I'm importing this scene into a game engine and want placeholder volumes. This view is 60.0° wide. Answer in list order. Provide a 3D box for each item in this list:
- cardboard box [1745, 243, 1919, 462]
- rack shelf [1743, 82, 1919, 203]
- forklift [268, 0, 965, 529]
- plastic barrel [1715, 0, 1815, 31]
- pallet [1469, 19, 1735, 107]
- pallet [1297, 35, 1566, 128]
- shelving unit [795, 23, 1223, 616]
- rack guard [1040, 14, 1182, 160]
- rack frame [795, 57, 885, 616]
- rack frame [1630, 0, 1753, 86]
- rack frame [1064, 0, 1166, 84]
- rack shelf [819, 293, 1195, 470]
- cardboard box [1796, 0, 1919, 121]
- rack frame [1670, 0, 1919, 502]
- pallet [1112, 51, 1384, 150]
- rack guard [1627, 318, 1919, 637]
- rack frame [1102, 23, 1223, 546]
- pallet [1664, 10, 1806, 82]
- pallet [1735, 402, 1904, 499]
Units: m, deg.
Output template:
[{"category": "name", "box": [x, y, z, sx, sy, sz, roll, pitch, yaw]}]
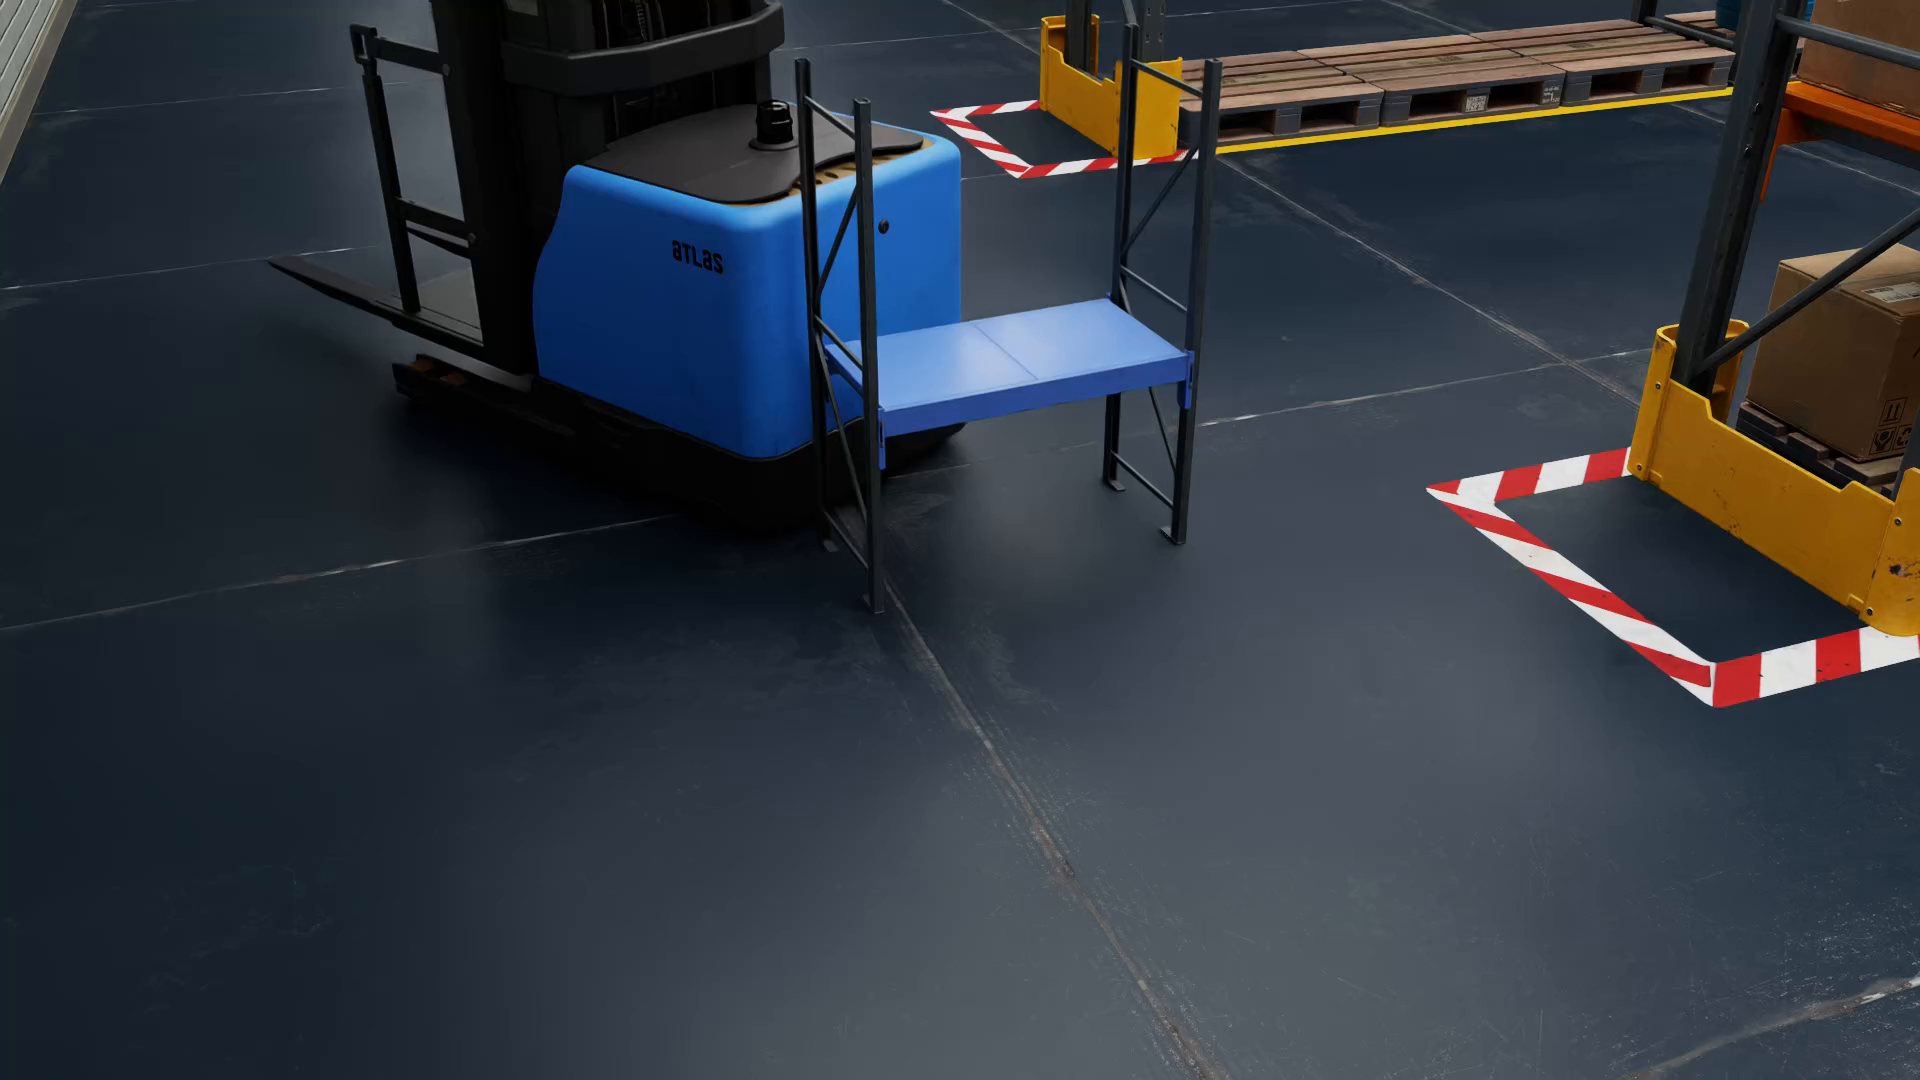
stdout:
[{"category": "cardboard box", "box": [2.973, -0.617, 5.384, 0.500, 0.500, 0.500, -10, 31, -18]}, {"category": "rack shelf", "box": [4.424, -1.337, 5.293, 4.000, 0.370, 1.077, -10, 31, -18]}, {"category": "forklift", "box": [-1.449, -1.893, 5.611, 3.031, 2.935, 1.130, 22, 36, 33]}, {"category": "plastic barrel", "box": [5.091, -3.650, 10.322, 0.708, 0.901, 0.600, -10, 31, -18]}, {"category": "pallet", "box": [3.899, -2.937, 10.192, 1.213, 0.211, 1.003, -10, 31, -18]}, {"category": "pallet", "box": [2.754, -2.724, 9.819, 1.213, 0.211, 1.003, -10, 31, -18]}, {"category": "shelving unit", "box": [0.130, -0.648, 4.872, 1.048, 1.500, 0.538, -12, 32, -20]}, {"category": "rack guard", "box": [0.808, -2.507, 9.145, 0.348, 0.500, 1.175, -10, 31, -18]}, {"category": "rack frame", "box": [-0.335, -0.546, 4.694, 0.032, 1.500, 0.500, -12, 32, -20]}, {"category": "rack frame", "box": [4.575, -4.293, 9.756, 0.127, 3.000, 1.000, -10, 31, -18]}, {"category": "rack frame", "box": [0.826, -3.603, 8.544, 0.127, 3.000, 1.000, -10, 31, -18]}, {"category": "rack shelf", "box": [0.130, -0.491, 4.961, 1.000, 0.185, 0.538, -12, 32, -20]}, {"category": "cardboard box", "box": [2.875, -1.551, 4.841, 0.500, 0.500, 0.500, -9, 31, -16]}, {"category": "rack frame", "box": [2.550, -1.304, 4.509, 0.127, 3.000, 1.000, -10, 31, -18]}, {"category": "pallet", "box": [1.612, -2.516, 9.452, 1.213, 0.211, 1.003, -10, 31, -18]}, {"category": "rack guard", "box": [2.621, -0.231, 5.151, 0.348, 0.500, 1.175, -10, 31, -18]}, {"category": "rack frame", "box": [0.595, -0.749, 5.050, 0.032, 1.500, 0.500, -12, 32, -20]}, {"category": "pallet", "box": [5.313, -3.196, 10.646, 1.213, 0.211, 1.003, -10, 31, -18]}, {"category": "pallet", "box": [3.368, -0.244, 5.465, 1.213, 0.211, 1.003, -10, 31, -18]}]
